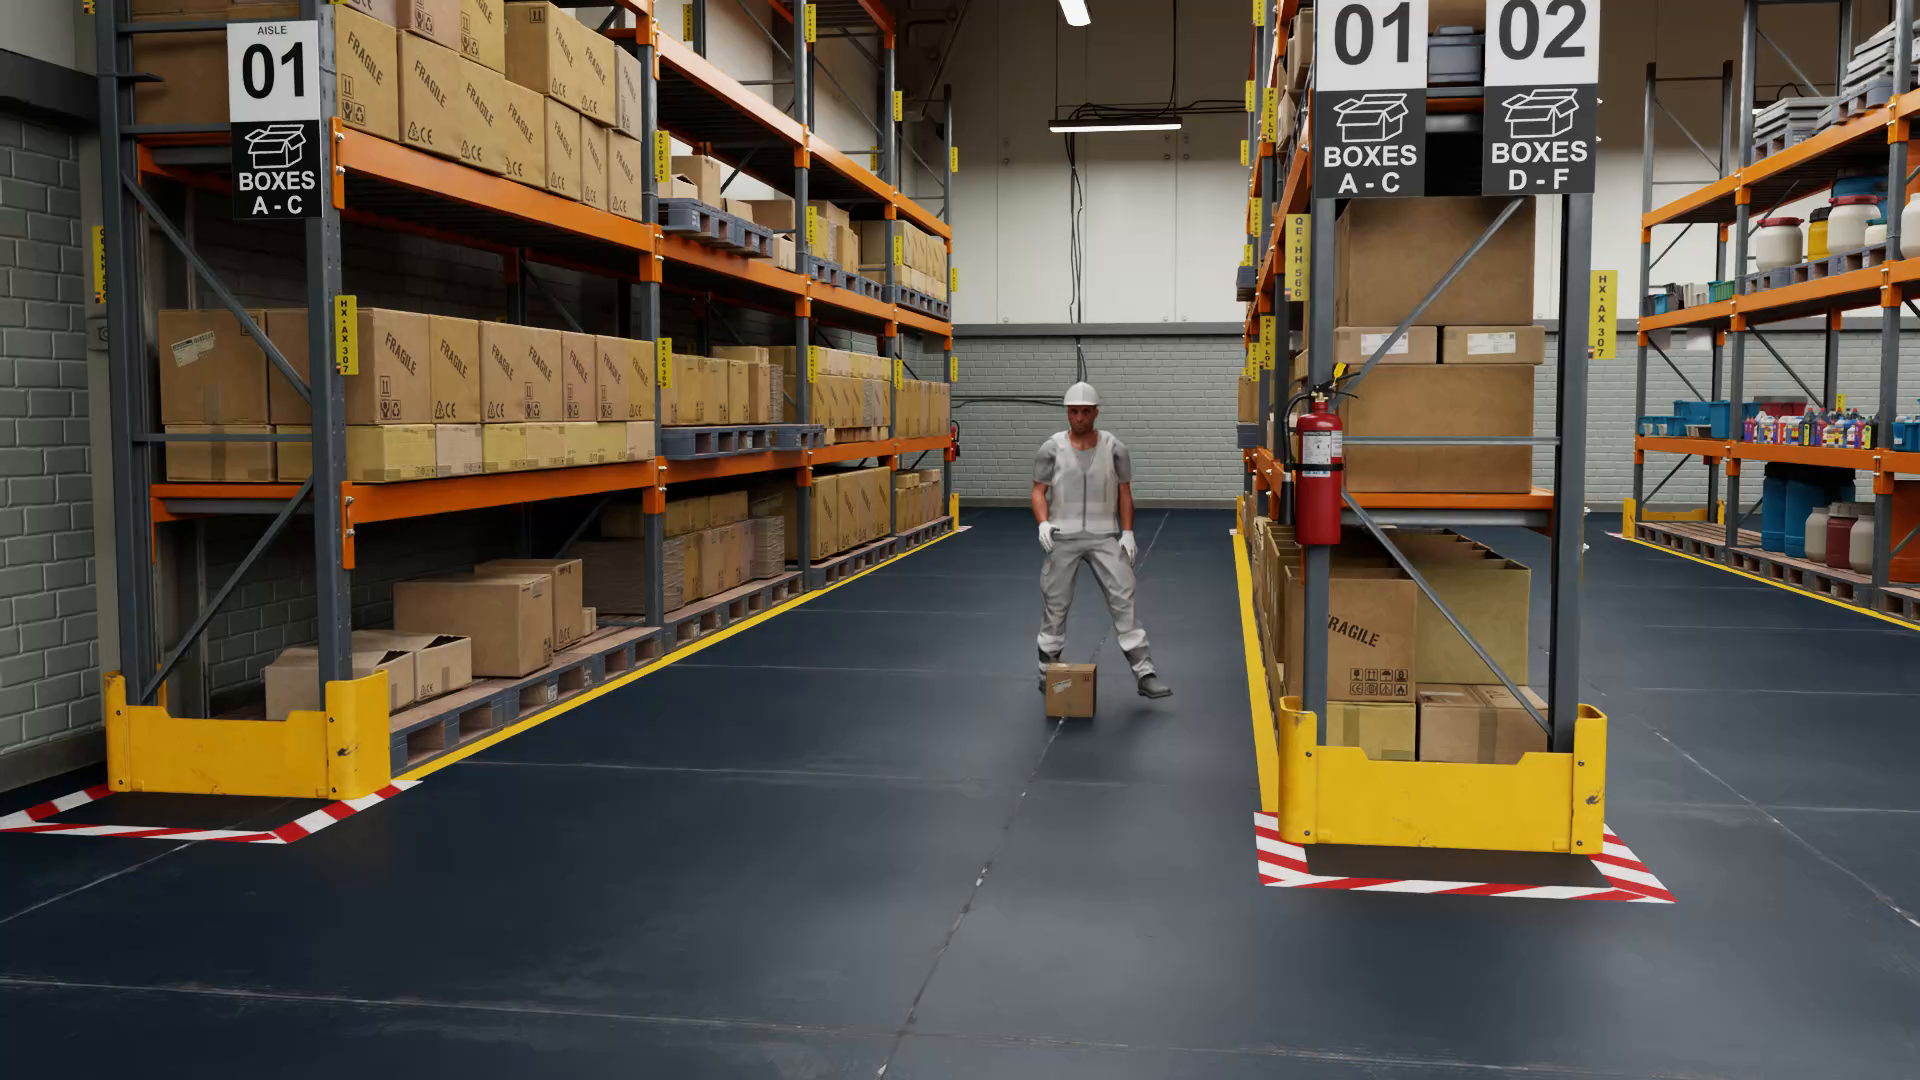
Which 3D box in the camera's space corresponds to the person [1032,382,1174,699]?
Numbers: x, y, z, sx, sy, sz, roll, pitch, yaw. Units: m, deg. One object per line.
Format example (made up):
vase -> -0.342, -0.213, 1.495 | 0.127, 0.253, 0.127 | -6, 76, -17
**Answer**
person -> 0.777, 0.013, 9.192 | 0.750, 1.767, 0.772 | 0, 4, 0
